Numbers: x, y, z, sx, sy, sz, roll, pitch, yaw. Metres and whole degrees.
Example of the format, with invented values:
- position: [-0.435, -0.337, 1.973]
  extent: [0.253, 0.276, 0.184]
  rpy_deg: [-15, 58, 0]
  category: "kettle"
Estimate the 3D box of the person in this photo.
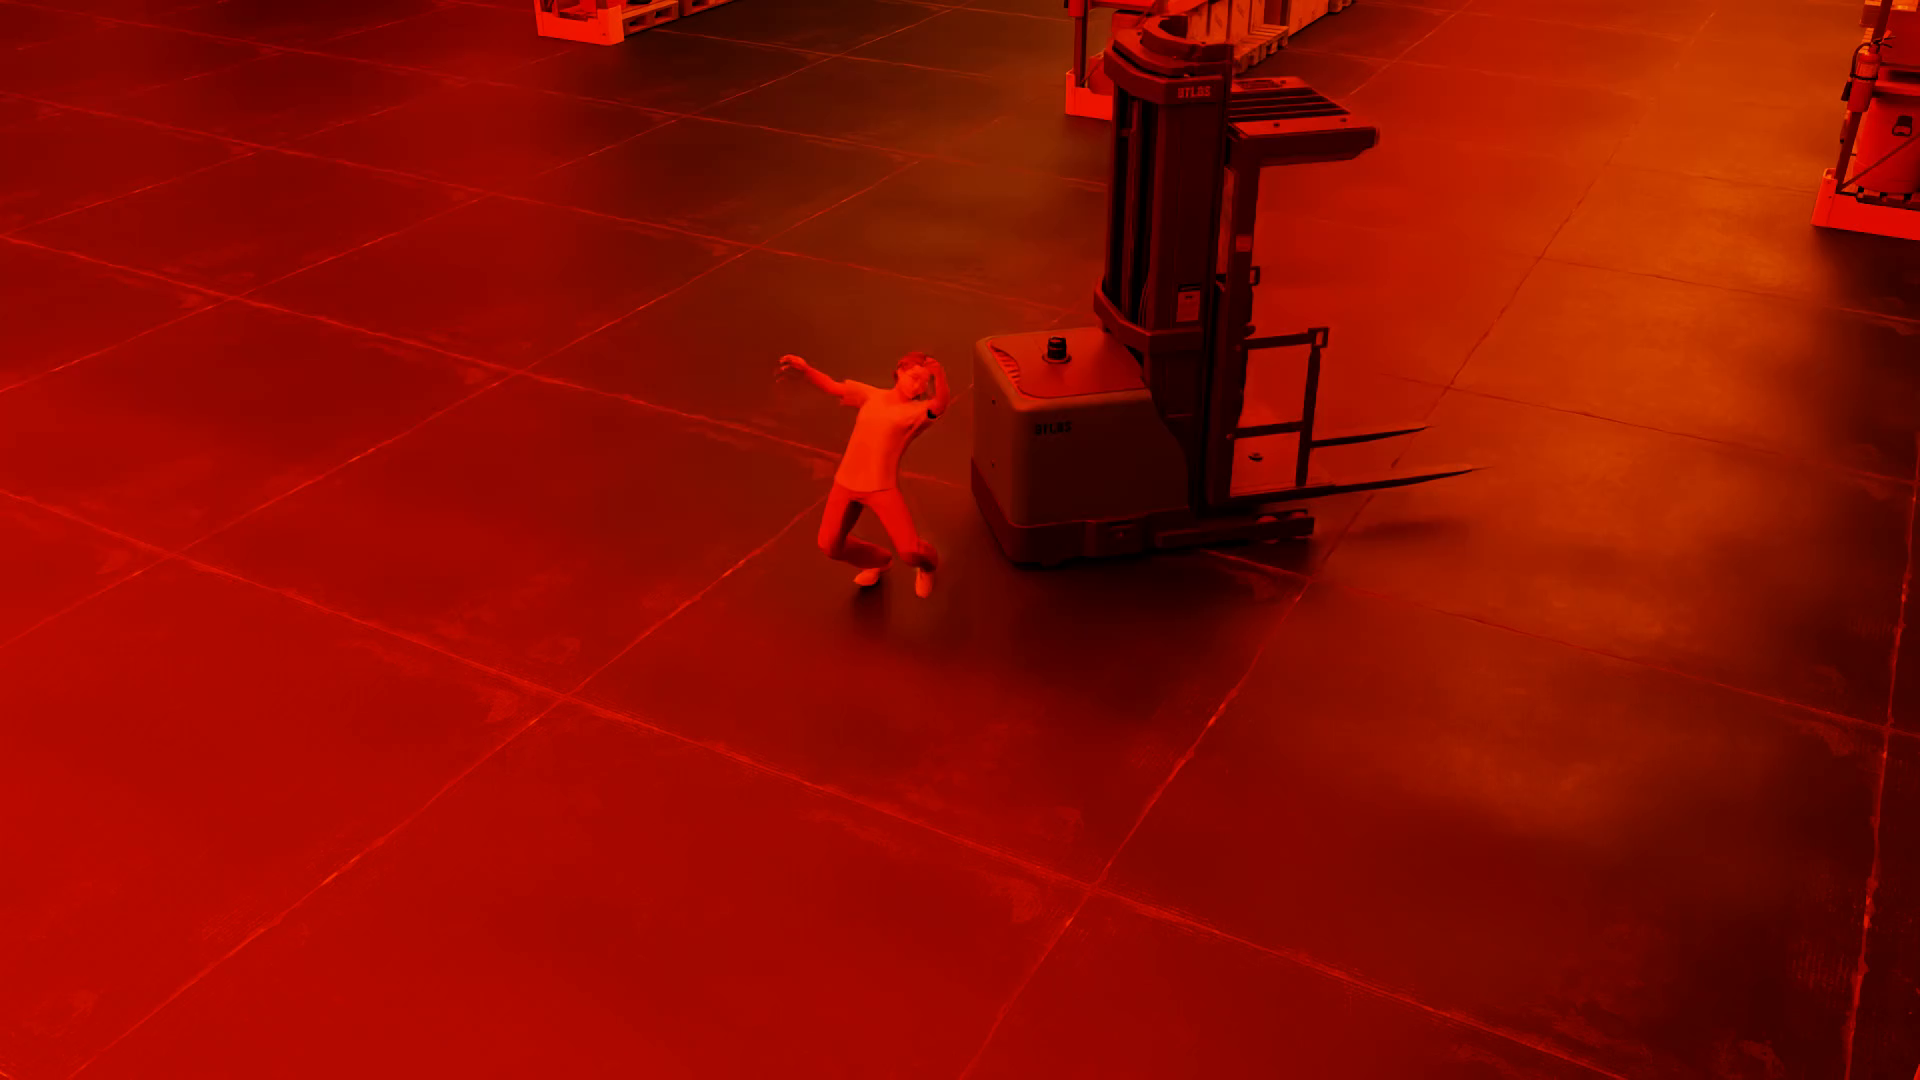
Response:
- position: [-0.455, -0.419, 9.152]
  extent: [0.876, 1.548, 0.691]
  rpy_deg: [13, 32, 21]
  category: "person"

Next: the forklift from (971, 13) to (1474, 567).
- position: [1.642, -1.497, 9.665]
  extent: [3.031, 2.935, 1.130]
  rpy_deg: [-7, 31, -12]
  category: "forklift"
